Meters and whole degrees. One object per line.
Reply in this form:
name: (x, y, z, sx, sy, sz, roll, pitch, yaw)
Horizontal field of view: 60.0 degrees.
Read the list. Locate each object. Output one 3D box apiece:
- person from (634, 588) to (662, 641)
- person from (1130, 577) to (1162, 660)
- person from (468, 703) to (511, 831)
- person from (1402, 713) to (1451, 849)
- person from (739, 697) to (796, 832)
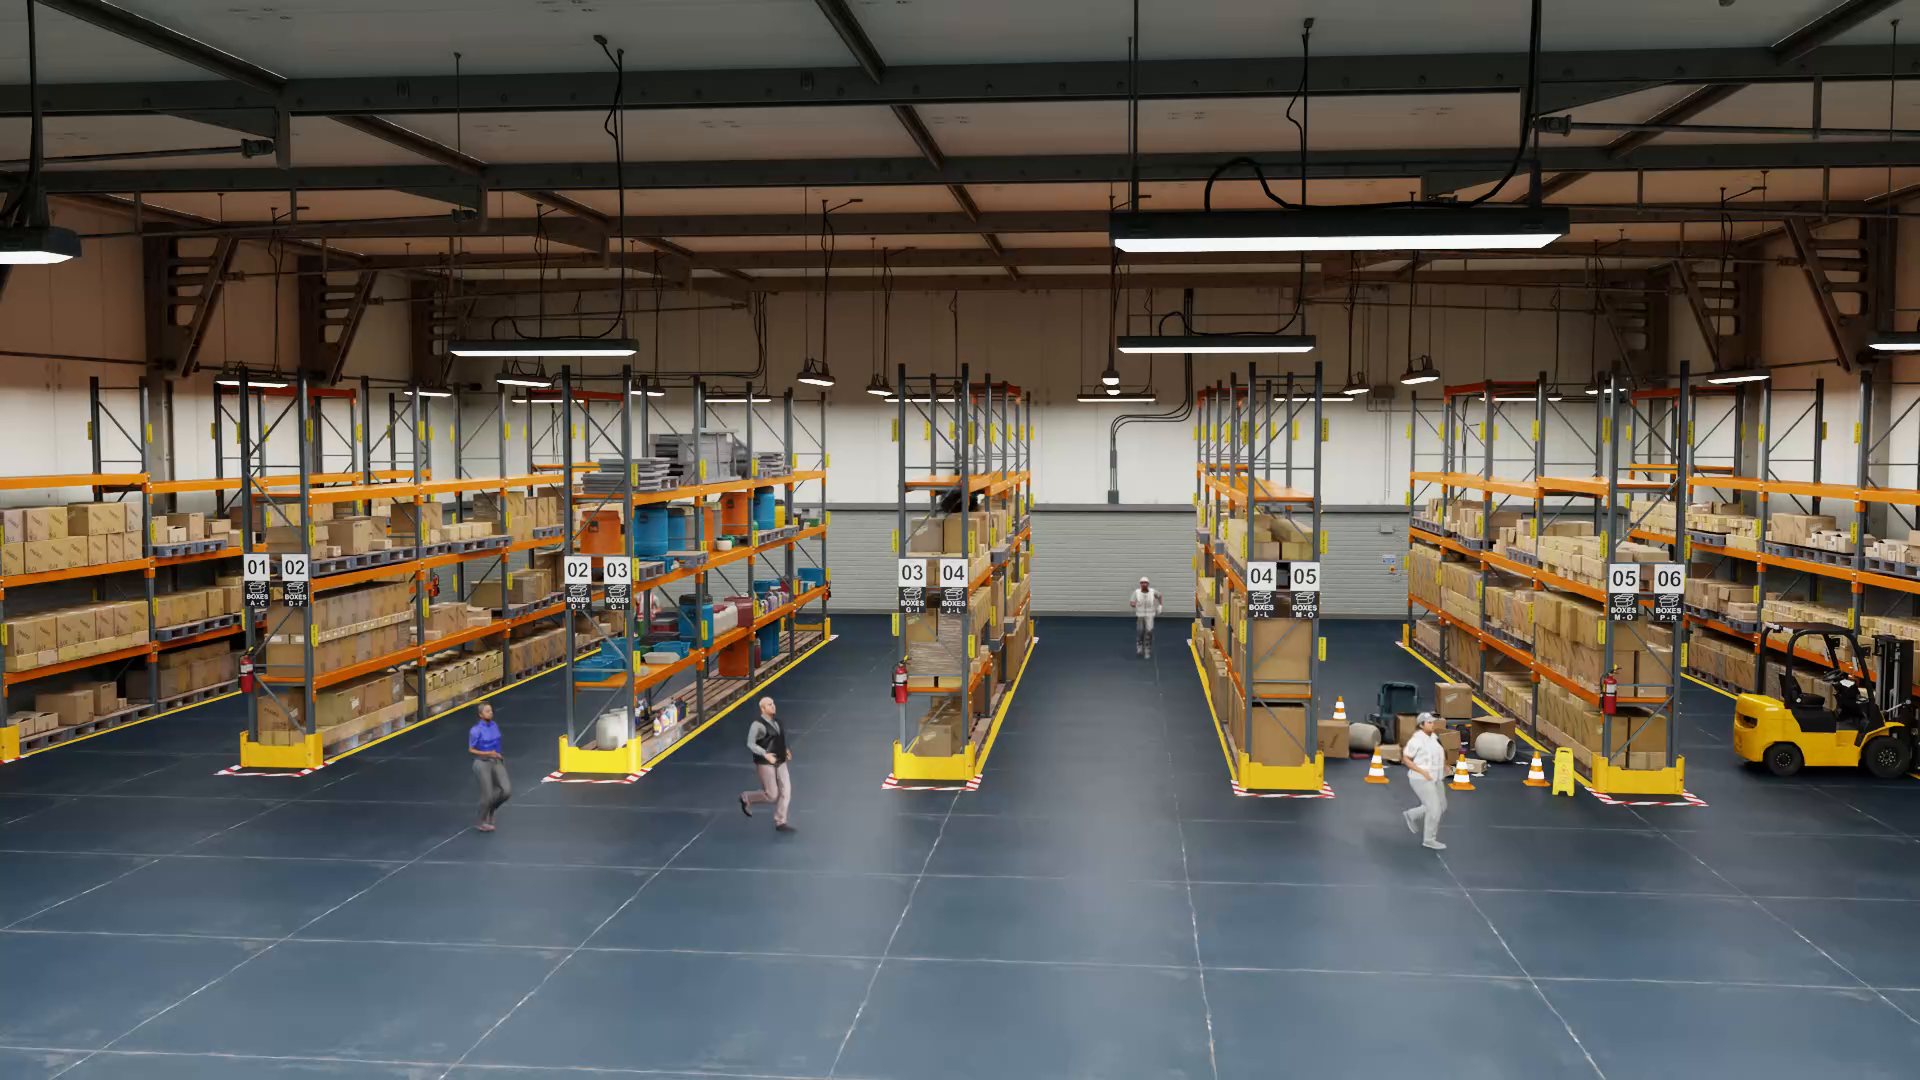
person: (-6.841, 1.793, 36.314, 0.669, 1.761, 0.876, 0, 4, -3)
person: (4.150, 1.711, 37.140, 0.698, 1.791, 0.904, 1, 4, 9)
person: (-5.863, 2.846, 20.853, 0.551, 1.613, 0.565, 2, 4, 32)
person: (5.640, 2.898, 20.167, 0.612, 1.620, 0.623, -3, 5, -41)
person: (-2.398, 2.824, 20.991, 0.808, 1.686, 0.676, 2, 4, 34)
